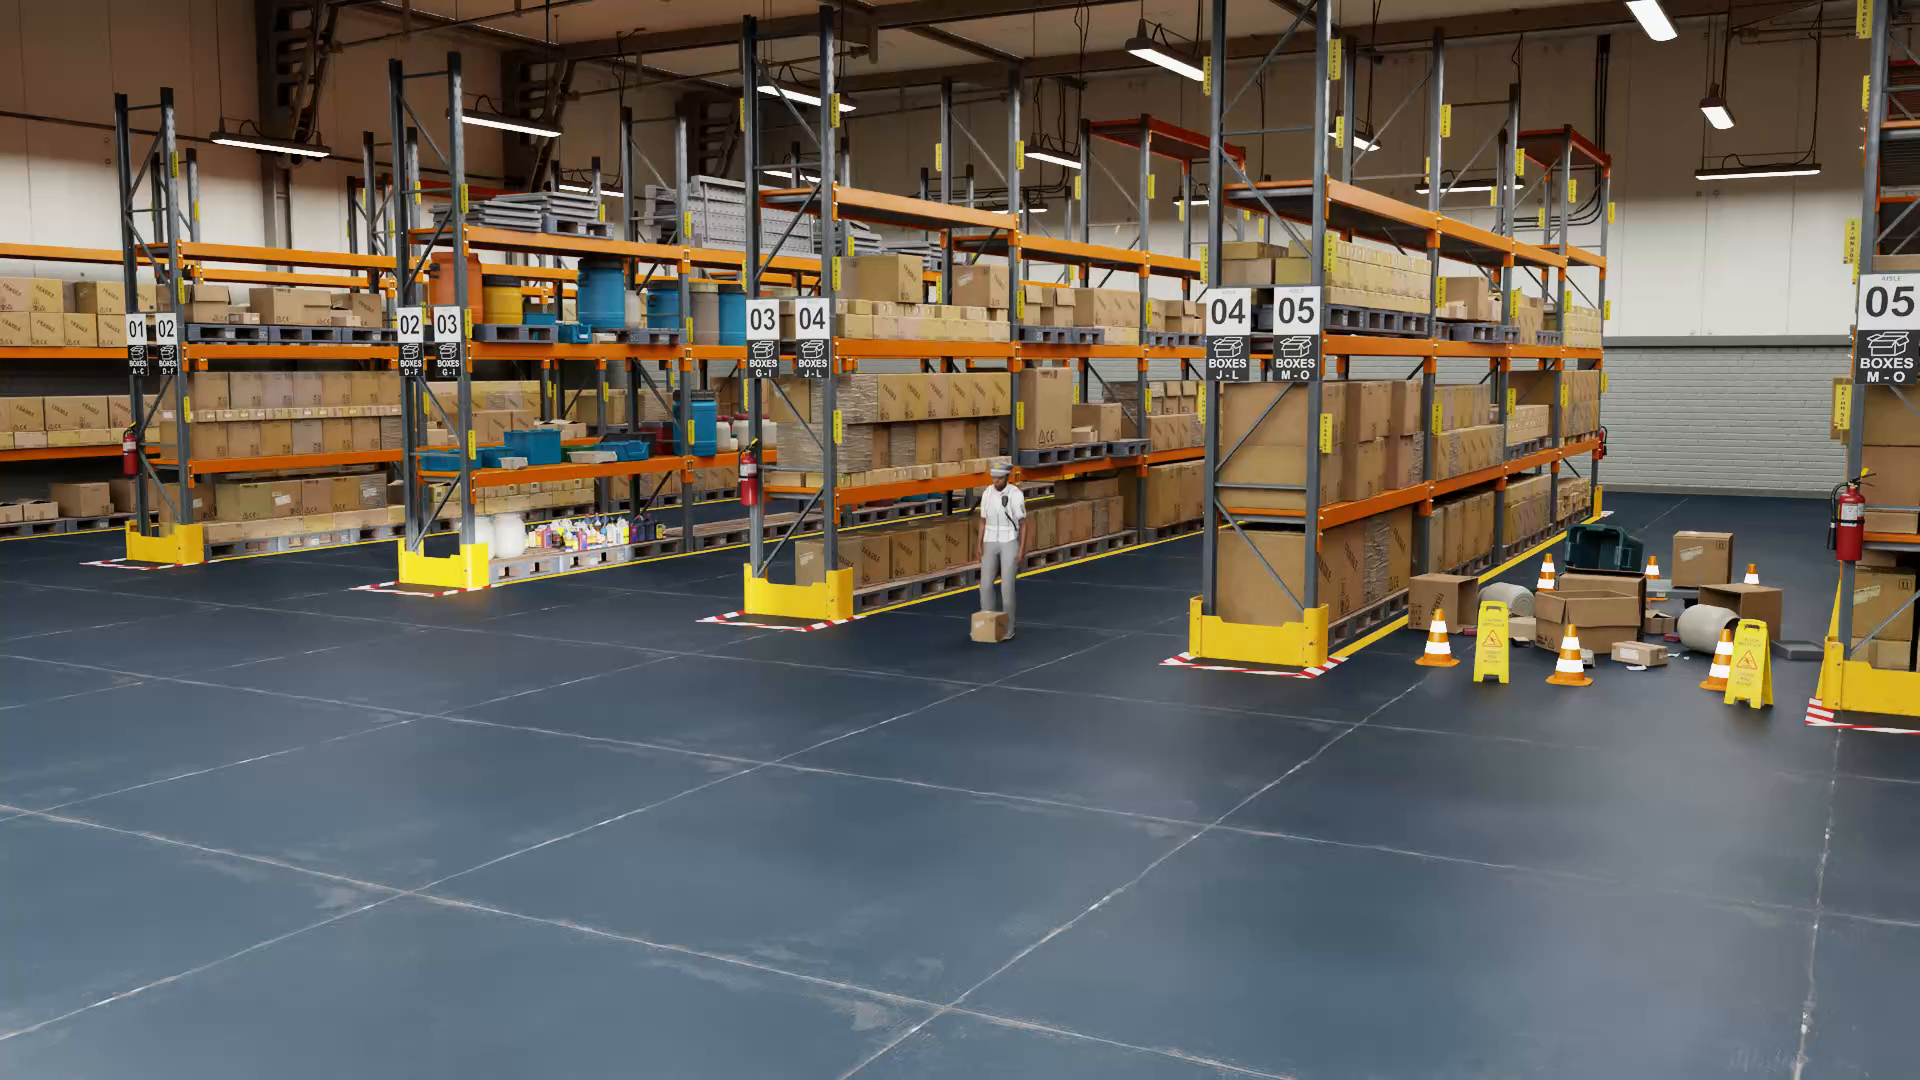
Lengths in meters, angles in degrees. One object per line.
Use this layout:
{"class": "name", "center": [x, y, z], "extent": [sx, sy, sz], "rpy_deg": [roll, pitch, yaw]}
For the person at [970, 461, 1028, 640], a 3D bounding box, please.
{"class": "person", "center": [0.372, 0.086, 15.571], "extent": [0.514, 1.656, 0.426], "rpy_deg": [3, 7, 26]}
